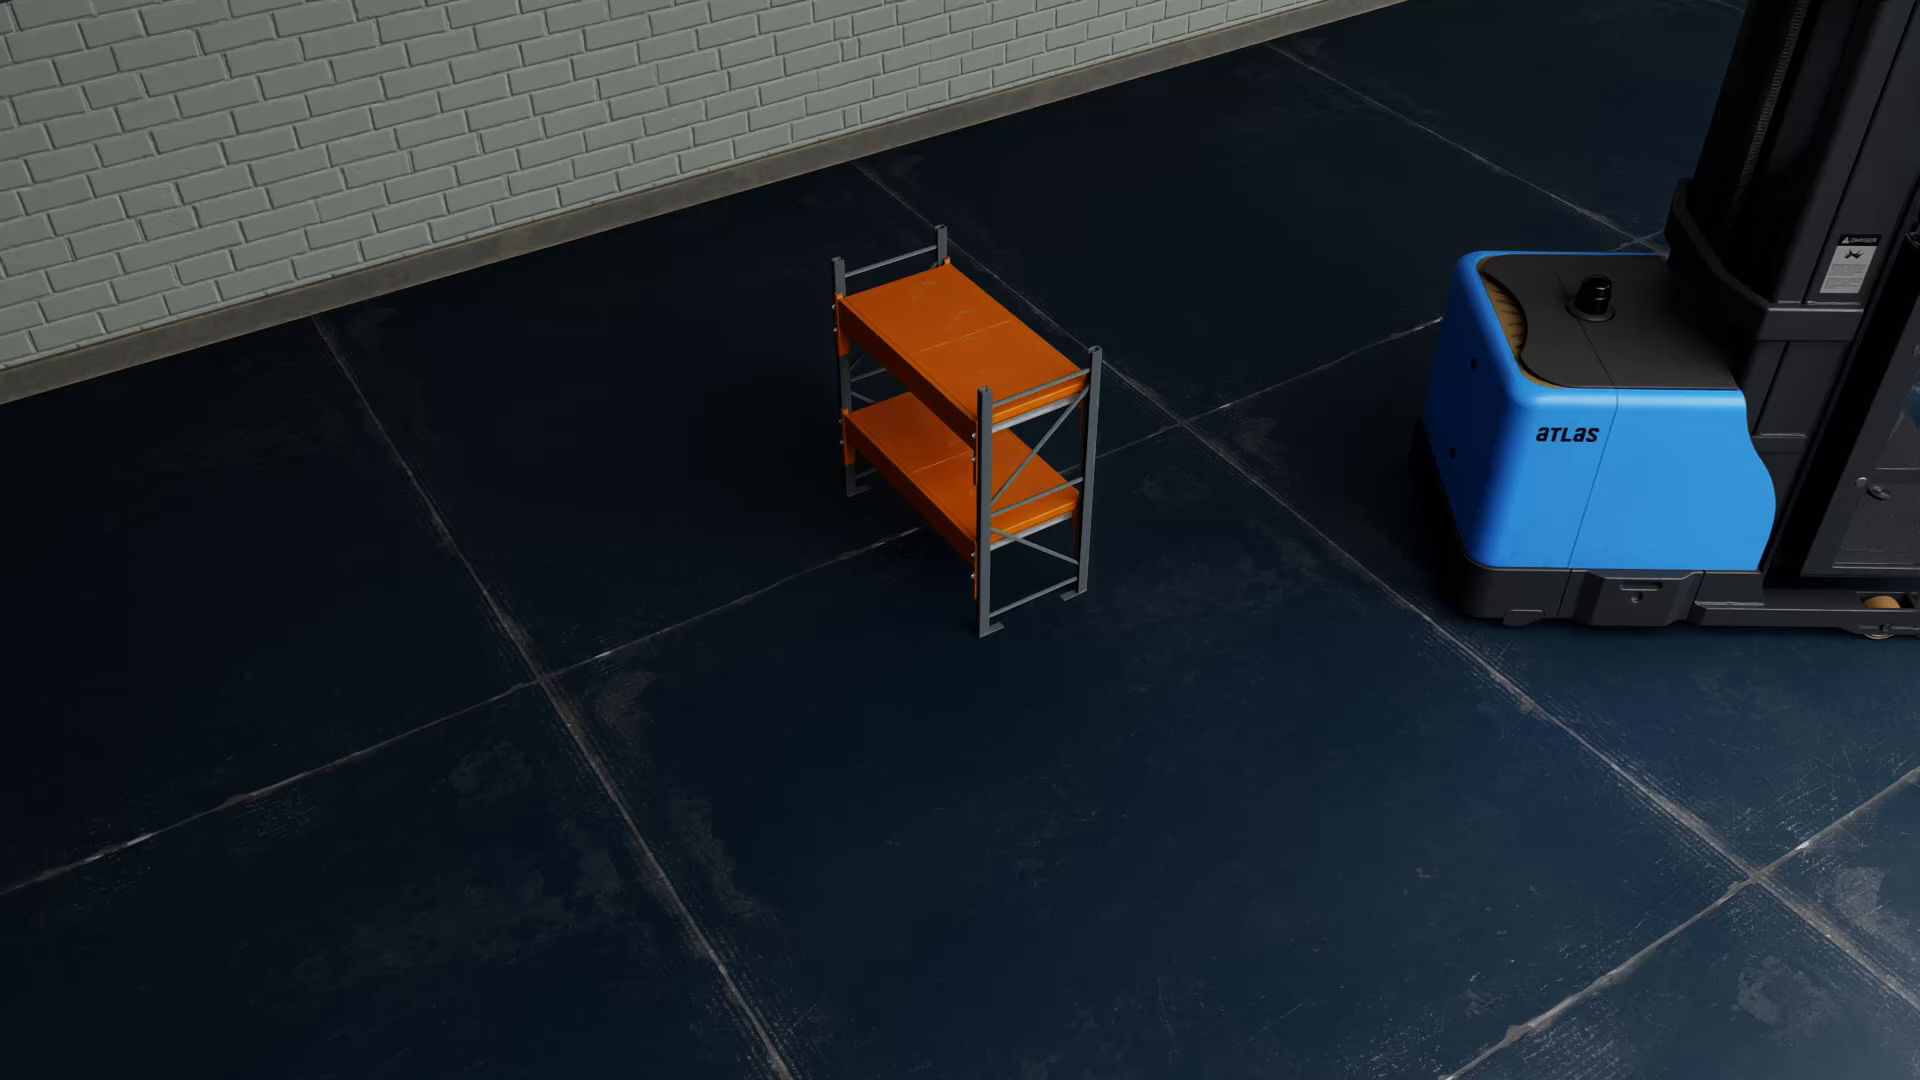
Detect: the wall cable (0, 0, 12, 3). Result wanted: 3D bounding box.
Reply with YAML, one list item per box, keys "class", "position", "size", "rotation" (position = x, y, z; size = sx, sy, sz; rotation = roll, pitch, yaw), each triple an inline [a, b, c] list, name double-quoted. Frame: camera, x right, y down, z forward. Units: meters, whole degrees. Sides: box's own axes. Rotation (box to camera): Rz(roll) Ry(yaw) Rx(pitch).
- class: "wall cable"
  position: [-4.812, -2.652, 5.329]
  size: [3.097, 2.526, 0.112]
  rotation: [-22, 45, -24]

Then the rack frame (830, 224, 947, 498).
- class: "rack frame"
  position: [-0.270, -0.703, 6.715]
  size: [0.500, 1.125, 0.032]
  rotation: [-22, 45, -24]

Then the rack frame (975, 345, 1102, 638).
- class: "rack frame"
  position: [0.277, -0.154, 6.056]
  size: [0.500, 1.125, 0.032]
  rotation: [-22, 45, -24]

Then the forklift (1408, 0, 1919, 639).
- class: "forklift"
  position: [3.397, -1.095, 5.774]
  size: [3.031, 2.935, 1.130]
  rotation: [1, 40, 1]

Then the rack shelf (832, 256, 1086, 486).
- class: "rack shelf"
  position: [0.004, -0.653, 6.198]
  size: [0.538, 0.278, 1.000]
  rotation: [-22, 45, -24]

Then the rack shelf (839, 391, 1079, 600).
- class: "rack shelf"
  position: [0.004, -0.241, 6.542]
  size: [0.538, 0.278, 1.000]
  rotation: [-22, 45, -24]

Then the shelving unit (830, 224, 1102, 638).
- class: "shelving unit"
  position: [0.004, -0.428, 6.386]
  size: [0.538, 1.125, 1.048]
  rotation: [-22, 45, -24]
